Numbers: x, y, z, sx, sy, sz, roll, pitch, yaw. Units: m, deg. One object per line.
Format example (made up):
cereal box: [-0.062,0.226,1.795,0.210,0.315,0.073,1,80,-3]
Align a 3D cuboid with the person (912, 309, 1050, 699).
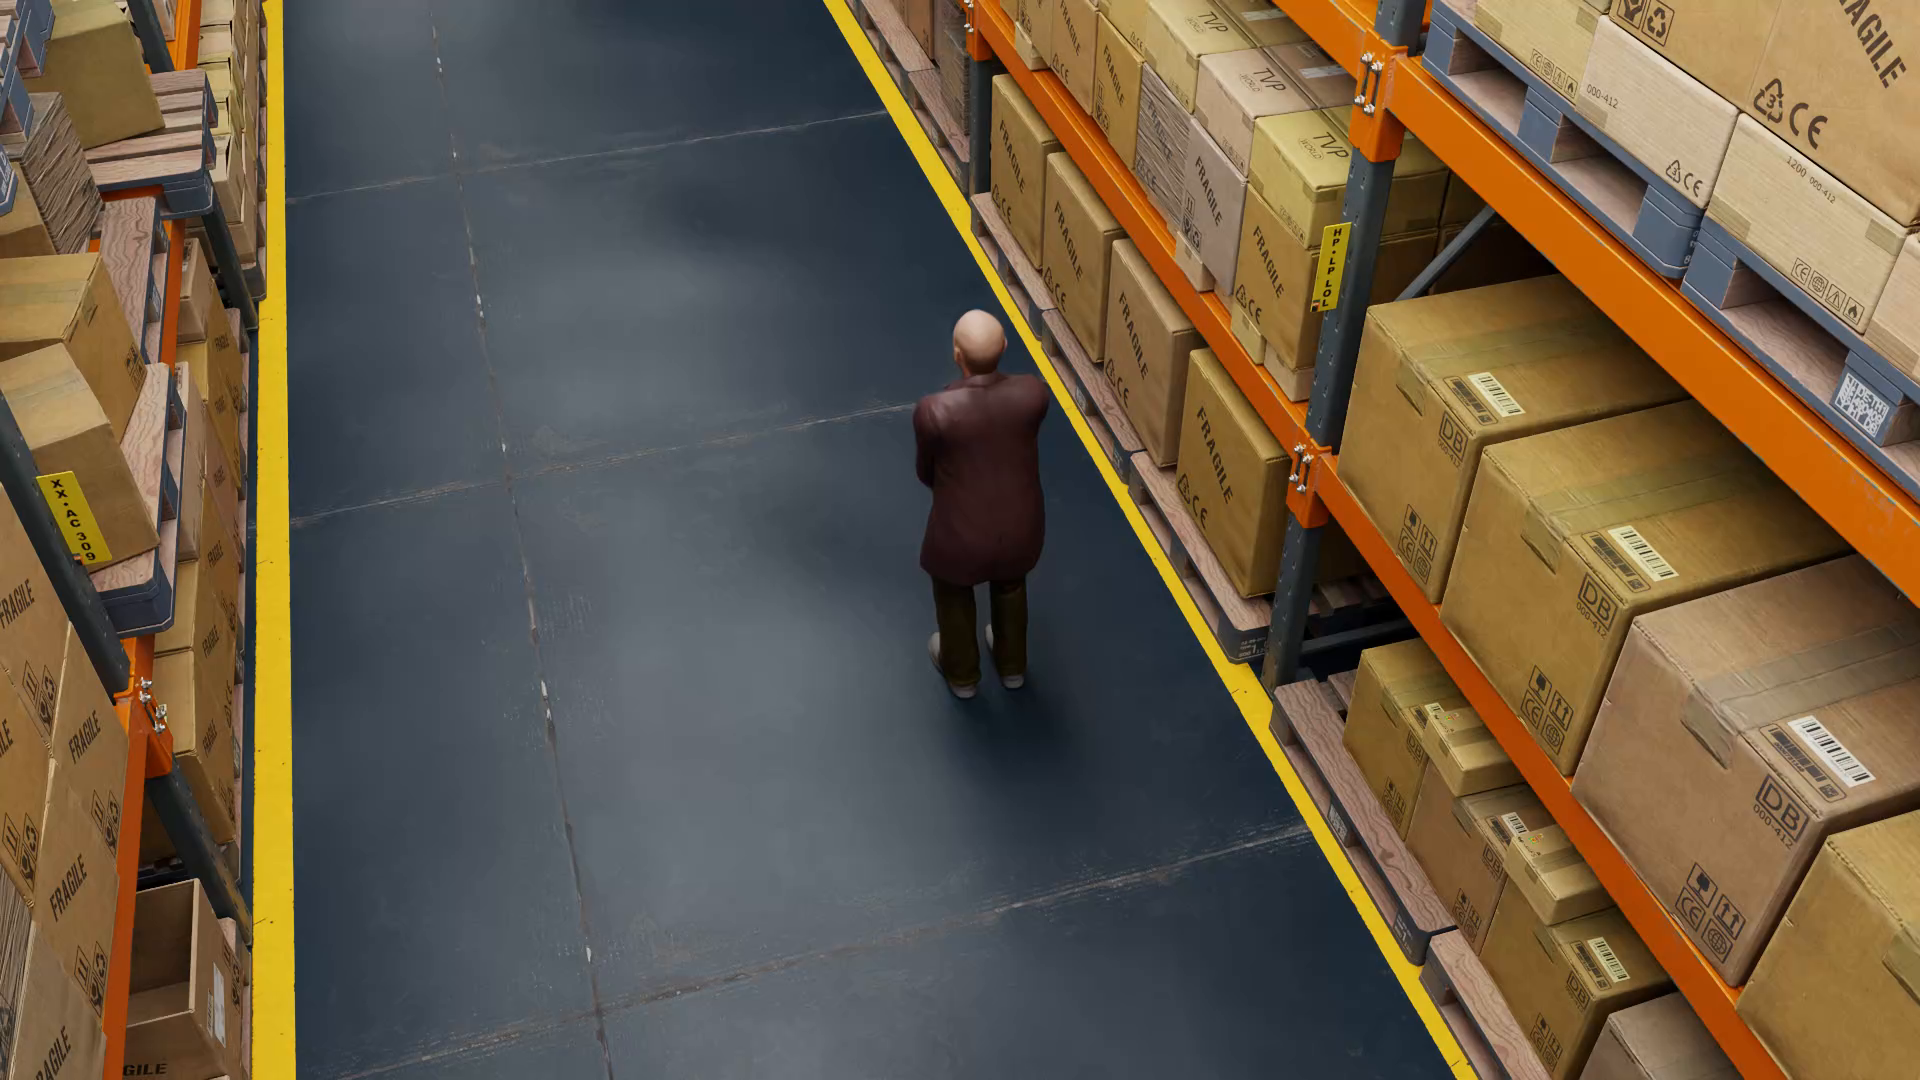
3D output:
person: [0.059,-0.154,6.347,0.524,1.779,0.565,-12,43,-13]
